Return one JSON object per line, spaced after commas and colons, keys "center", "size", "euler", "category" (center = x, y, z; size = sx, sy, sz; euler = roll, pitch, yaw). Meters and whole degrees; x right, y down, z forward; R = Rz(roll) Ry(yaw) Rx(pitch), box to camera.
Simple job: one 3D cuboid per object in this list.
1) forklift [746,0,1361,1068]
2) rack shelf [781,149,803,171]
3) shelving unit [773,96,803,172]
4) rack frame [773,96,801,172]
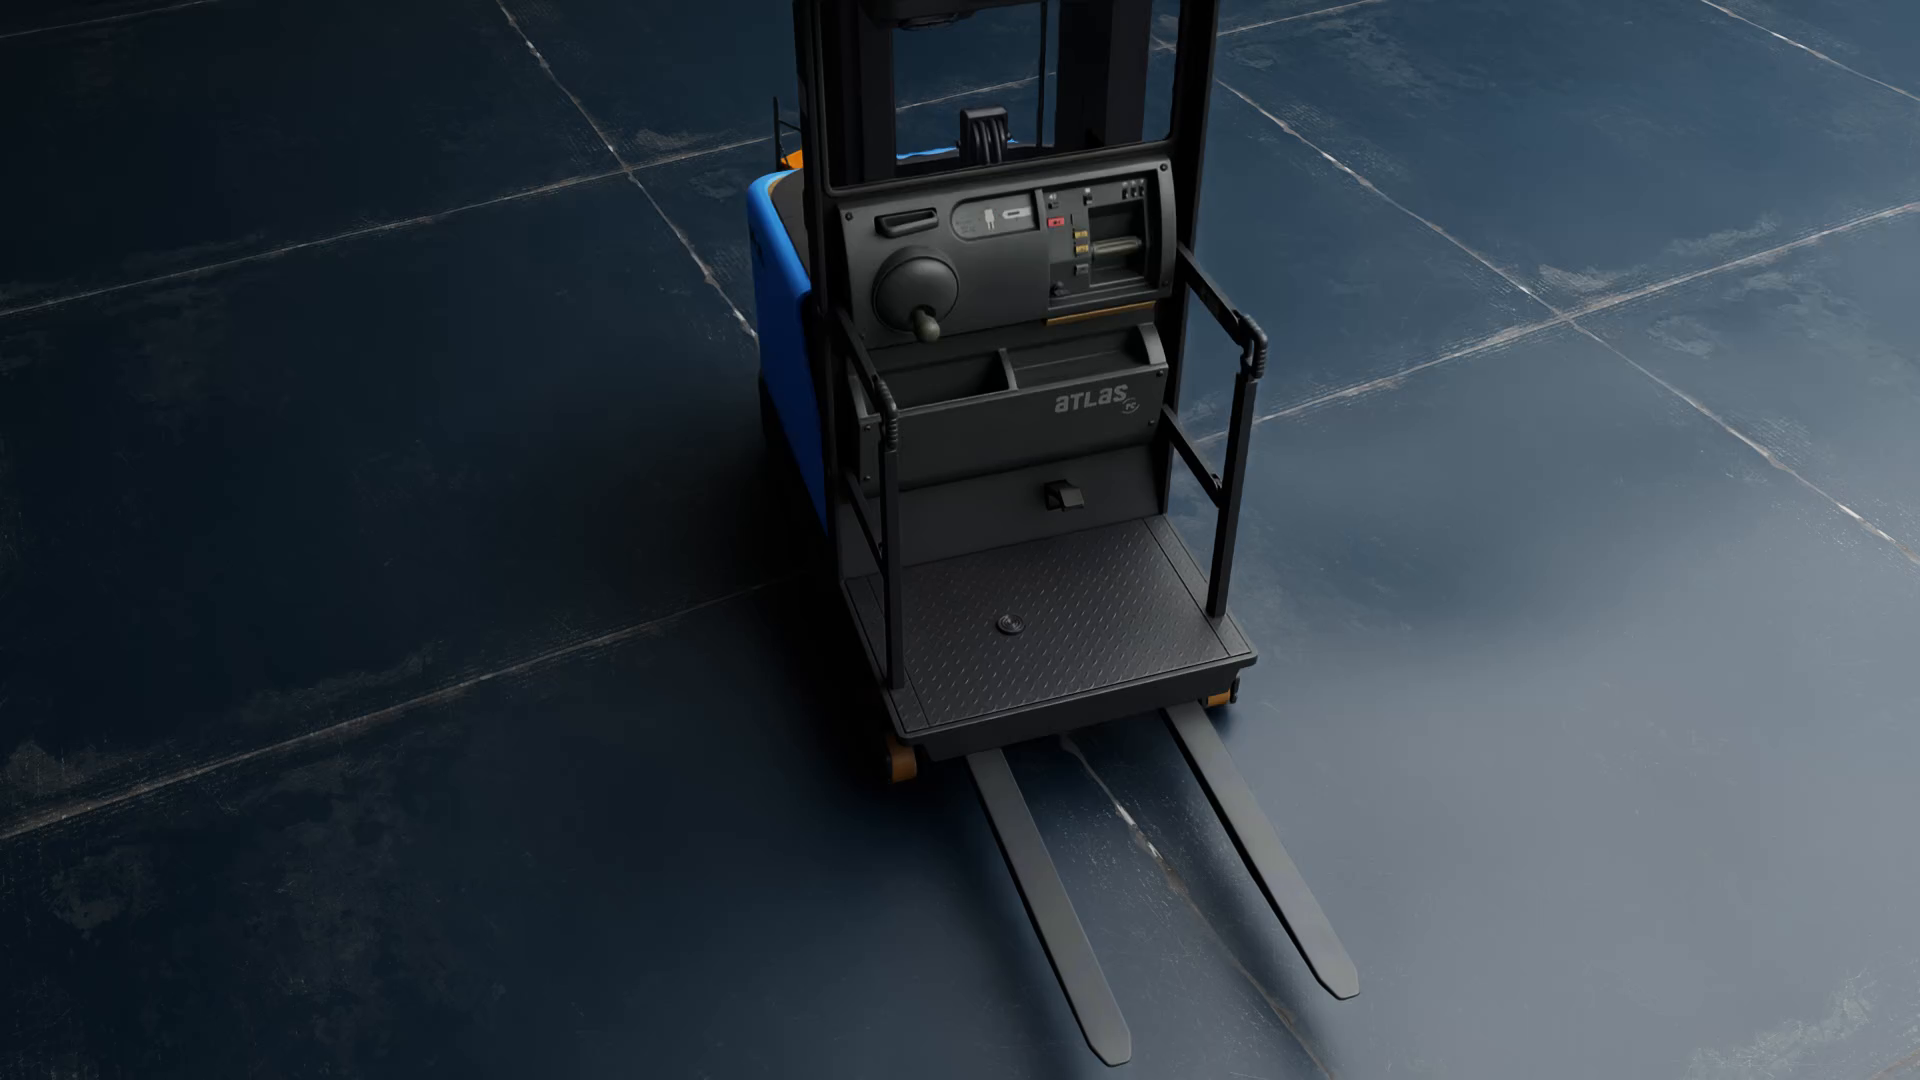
{"center": [0.207, -0.699, 4.307], "size": [1.130, 2.935, 3.031], "euler": [-12, 42, -13], "category": "forklift"}
{"center": [-0.492, -1.285, 5.846], "size": [0.258, 0.103, 0.180], "euler": [29, 47, 29], "category": "rack shelf"}
{"center": [-0.499, -1.042, 6.047], "size": [0.258, 1.200, 0.189], "euler": [29, 47, 29], "category": "shelving unit"}
{"center": [-0.558, -0.999, 5.993], "size": [0.240, 1.200, 0.006], "euler": [29, 47, 29], "category": "rack frame"}
